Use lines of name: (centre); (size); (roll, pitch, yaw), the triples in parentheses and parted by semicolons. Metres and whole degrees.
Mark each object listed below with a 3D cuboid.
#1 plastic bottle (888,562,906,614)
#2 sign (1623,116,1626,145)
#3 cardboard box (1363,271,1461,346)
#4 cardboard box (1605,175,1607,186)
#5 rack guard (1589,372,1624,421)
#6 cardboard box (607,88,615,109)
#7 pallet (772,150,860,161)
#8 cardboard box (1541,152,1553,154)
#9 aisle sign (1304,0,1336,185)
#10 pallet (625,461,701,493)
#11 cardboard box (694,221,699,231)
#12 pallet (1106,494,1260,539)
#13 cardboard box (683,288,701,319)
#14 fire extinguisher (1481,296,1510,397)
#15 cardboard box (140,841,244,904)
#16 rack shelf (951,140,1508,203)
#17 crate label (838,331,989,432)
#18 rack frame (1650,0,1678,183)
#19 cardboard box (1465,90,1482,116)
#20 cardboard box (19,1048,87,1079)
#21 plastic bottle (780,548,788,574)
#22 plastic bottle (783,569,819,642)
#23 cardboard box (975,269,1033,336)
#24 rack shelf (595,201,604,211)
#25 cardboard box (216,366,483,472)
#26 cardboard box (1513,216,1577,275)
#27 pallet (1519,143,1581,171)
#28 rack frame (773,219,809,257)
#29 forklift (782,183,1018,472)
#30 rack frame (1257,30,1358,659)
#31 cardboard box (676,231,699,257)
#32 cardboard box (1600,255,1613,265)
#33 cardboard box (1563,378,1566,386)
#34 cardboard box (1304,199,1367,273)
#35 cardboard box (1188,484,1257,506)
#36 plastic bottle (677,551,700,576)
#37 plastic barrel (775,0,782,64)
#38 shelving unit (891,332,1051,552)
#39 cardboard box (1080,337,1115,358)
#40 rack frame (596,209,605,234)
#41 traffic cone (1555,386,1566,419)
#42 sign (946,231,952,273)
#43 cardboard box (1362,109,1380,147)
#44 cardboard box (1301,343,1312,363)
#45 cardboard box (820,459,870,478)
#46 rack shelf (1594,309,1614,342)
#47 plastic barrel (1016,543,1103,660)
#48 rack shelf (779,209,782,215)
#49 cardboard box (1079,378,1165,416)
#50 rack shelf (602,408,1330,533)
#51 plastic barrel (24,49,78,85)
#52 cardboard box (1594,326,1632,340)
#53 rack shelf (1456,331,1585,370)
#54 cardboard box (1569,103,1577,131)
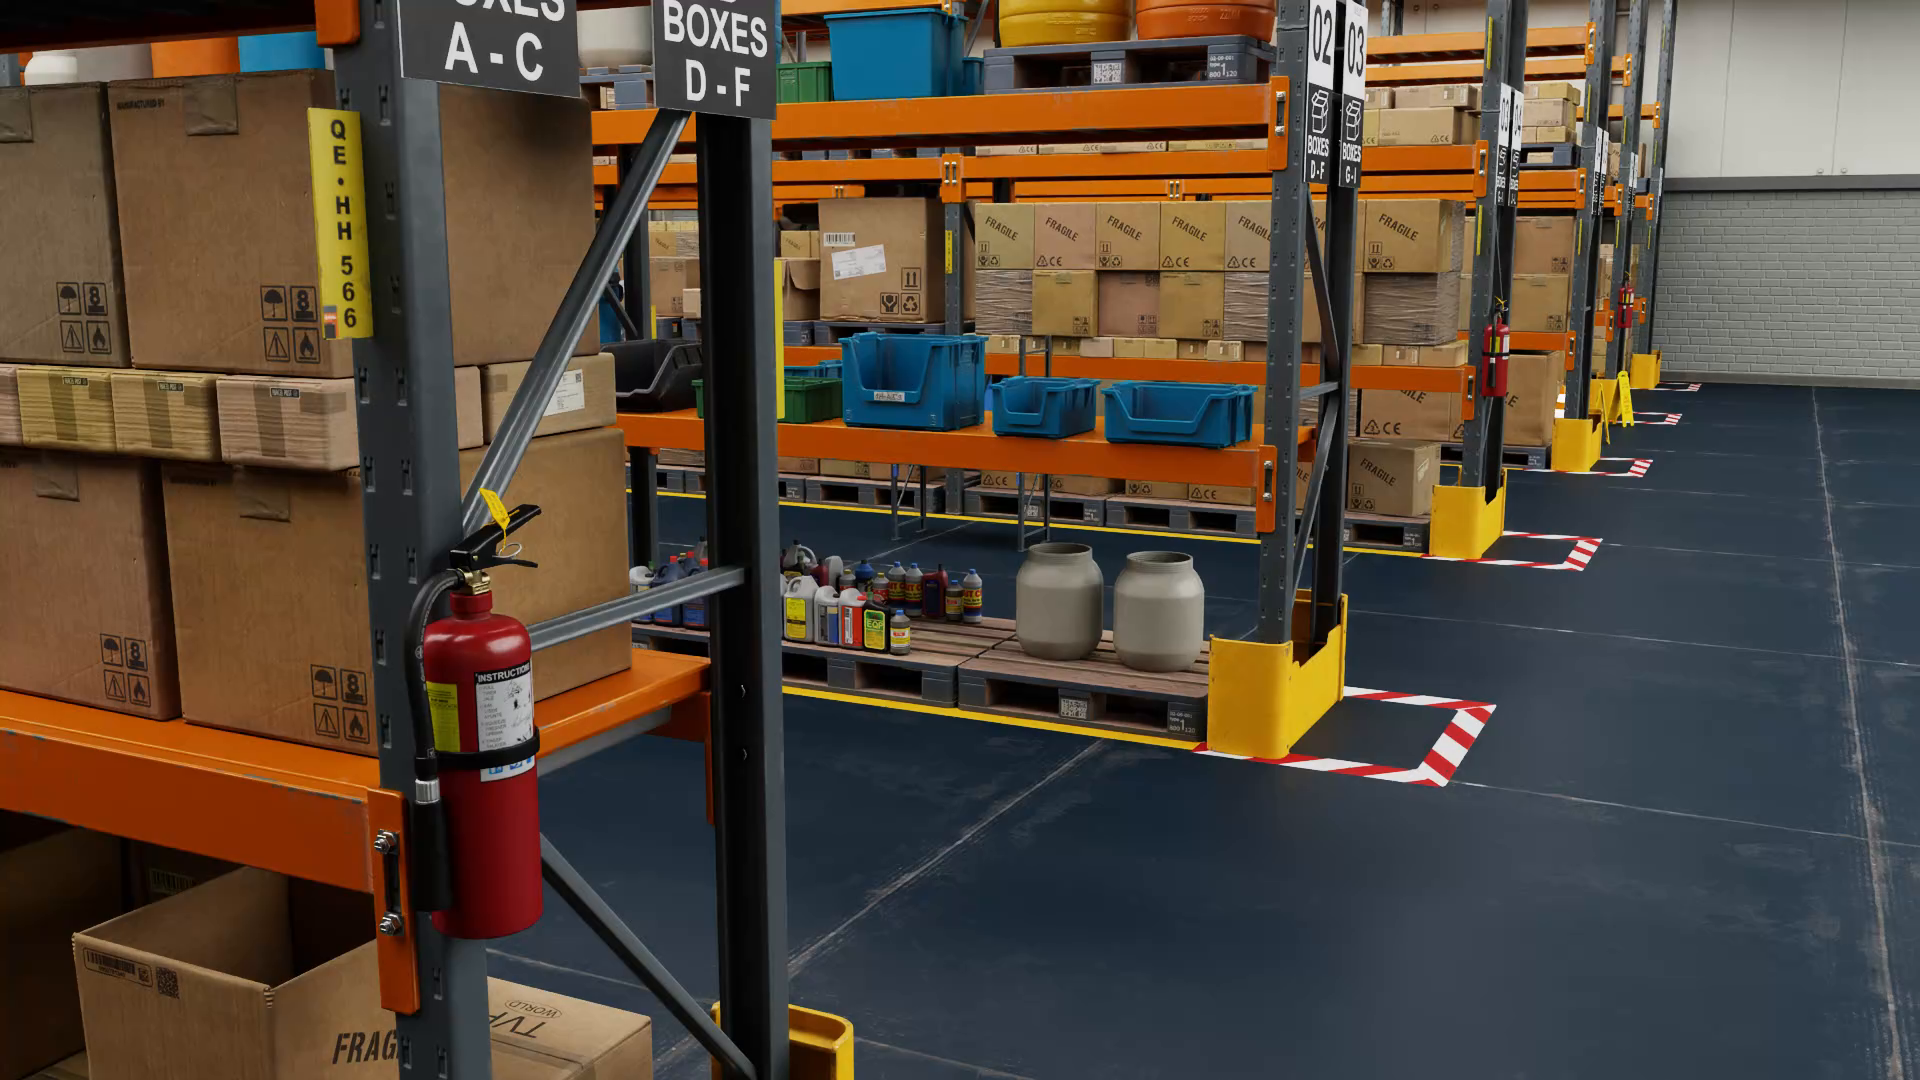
plastic bottle: (-0.333, 0.252, 8.841); (0.097, 0.271, 0.097); (0, 10, 0)
sign: (7.865, -4.845, 19.669); (0.005, 0.325, 0.100); (5, 11, 26)
cardboard box: (3.263, -1.681, 11.979); (0.500, 0.500, 0.875); (5, 11, 26)
cardboard box: (7.685, -4.356, 20.160); (0.250, 0.149, 0.380); (5, 11, 26)
rack guard: (8.061, -1.796, 20.752); (0.348, 0.500, 1.175); (5, 11, 26)
cardboard box: (-2.670, -3.721, 14.258); (0.500, 0.500, 0.500); (5, 11, 26)
pallet: (-1.281, -3.283, 14.054); (1.003, 0.211, 1.213); (5, 11, 26)
cardboard box: (7.244, -4.788, 20.308); (0.250, 0.149, 0.380); (5, 11, 25)
aisle sign: (1.485, -1.873, 6.855); (0.004, 0.787, 0.394); (5, 11, 26)
pallet: (-2.730, -0.634, 15.141); (1.213, 0.211, 1.003); (5, 11, 26)
cardboard box: (-3.933, -4.890, 25.918); (0.250, 0.149, 0.380); (5, 11, 25)
pallet: (1.873, -0.237, 12.950); (1.213, 0.211, 1.003); (5, 11, 26)
cardboard box: (-2.029, -2.032, 14.277); (0.500, 0.250, 0.500); (5, 11, 24)
fire extinguisher: (3.643, -1.317, 11.301); (0.183, 0.674, 0.296); (5, 11, 26)
cardboard box: (-1.474, 0.805, 3.797); (0.500, 0.500, 0.500); (5, 11, 26)
rack shelf: (1.950, -2.717, 12.419); (4.000, 0.370, 1.077); (5, 11, 26)
crate label: (-0.218, -0.766, 7.940); (0.616, 0.435, 0.502); (5, 11, 26)
rack frame: (10.322, -6.765, 24.344); (0.127, 3.000, 1.000); (5, 11, 26)
cardboard box: (3.599, -3.095, 11.786); (0.250, 0.149, 0.380); (5, 11, 25)
cardboard box: (-2.157, 1.219, 3.614); (0.500, 0.250, 0.500); (5, 11, 26)
plastic bottle: (-0.993, 0.184, 9.181); (0.133, 0.283, 0.061); (6, 12, 30)
plastic bottle: (-0.777, 0.318, 8.253); (0.185, 0.351, 0.144); (6, 12, 28)
cardboard box: (0.533, -1.903, 13.207); (0.500, 0.500, 0.875); (5, 11, 26)
rack shelf: (-6.526, -4.447, 21.976); (4.000, 0.370, 1.077); (5, 11, 26)
cardboard box: (-1.070, -0.224, 2.942); (0.250, 0.149, 0.380); (5, 11, 25)
cardboard box: (5.714, -2.862, 16.170); (0.550, 0.550, 0.875); (5, 11, 26)
pallet: (5.359, -3.711, 16.138); (1.213, 0.211, 1.003); (5, 11, 26)
rack frame: (-2.633, -3.966, 25.721); (0.127, 3.000, 1.000); (5, 11, 26)
forklift: (-1.000, -2.118, 15.704); (3.031, 2.935, 1.130); (5, 11, 25)
rack frame: (1.552, -0.647, 7.380); (0.127, 3.000, 1.000); (5, 11, 26)
cardboard box: (-4.090, -4.580, 26.026); (0.500, 0.500, 0.500); (5, 11, 27)
cardboard box: (9.644, -4.180, 24.800); (0.250, 0.149, 0.380); (5, 12, 27)
cardboard box: (7.528, -1.982, 21.299); (0.500, 0.250, 0.500); (5, 11, 25)
cardboard box: (2.690, -2.168, 11.860); (0.500, 0.500, 0.500); (5, 11, 26)
cardboard box: (2.087, -0.560, 12.742); (0.500, 0.500, 0.500); (6, 12, 31)
plastic bottle: (-1.431, 0.232, 8.728); (0.185, 0.351, 0.144); (5, 11, 26)
plastic barrel: (-1.190, -2.796, 8.245); (0.708, 0.901, 0.600); (5, 11, 26)
shelving unit: (0.077, -0.731, 12.060); (1.048, 1.500, 0.538); (5, 11, 26)
cardboard box: (1.106, -1.483, 12.705); (0.250, 0.149, 0.380); (5, 11, 26)
rack frame: (-4.732, -3.167, 21.309); (0.127, 3.000, 1.000); (5, 11, 26)
traffic cone: (7.172, -1.600, 19.771); (0.334, 0.463, 0.336); (5, 11, 26)
sign: (-0.086, -2.234, 12.898); (0.005, 0.325, 0.100); (5, 11, 26)
cardboard box: (2.750, -2.876, 11.698); (0.500, 0.250, 0.500); (5, 11, 26)
cardboard box: (2.503, -1.383, 12.156); (0.250, 0.149, 0.380); (5, 11, 26)
cardboard box: (-0.804, -0.832, 14.187); (0.500, 0.500, 0.700); (5, 11, 25)
rack shelf: (6.335, -2.824, 21.431); (4.000, 0.370, 1.077); (5, 11, 26)
plastic barrel: (0.479, 0.292, 8.002); (0.421, 0.512, 0.421); (0, 10, 0)
rack shelf: (-2.233, -6.039, 30.770); (4.000, 0.370, 1.077); (5, 11, 26)
cardboard box: (1.846, -1.671, 18.179); (0.750, 0.750, 1.050); (5, 11, 26)
rack shelf: (-0.241, -0.450, 8.315); (4.000, 0.370, 1.077); (5, 11, 26)
plastic barrel: (-5.479, -2.735, 10.181); (0.421, 0.512, 0.421); (0, 10, 0)
cardboard box: (9.771, -3.145, 24.921); (0.500, 0.250, 0.500); (5, 12, 28)
rack shelf: (4.236, -2.025, 17.019); (4.000, 0.370, 1.077); (5, 11, 26)
cardboard box: (5.710, -4.105, 16.194); (0.500, 0.250, 0.500); (5, 11, 26)
